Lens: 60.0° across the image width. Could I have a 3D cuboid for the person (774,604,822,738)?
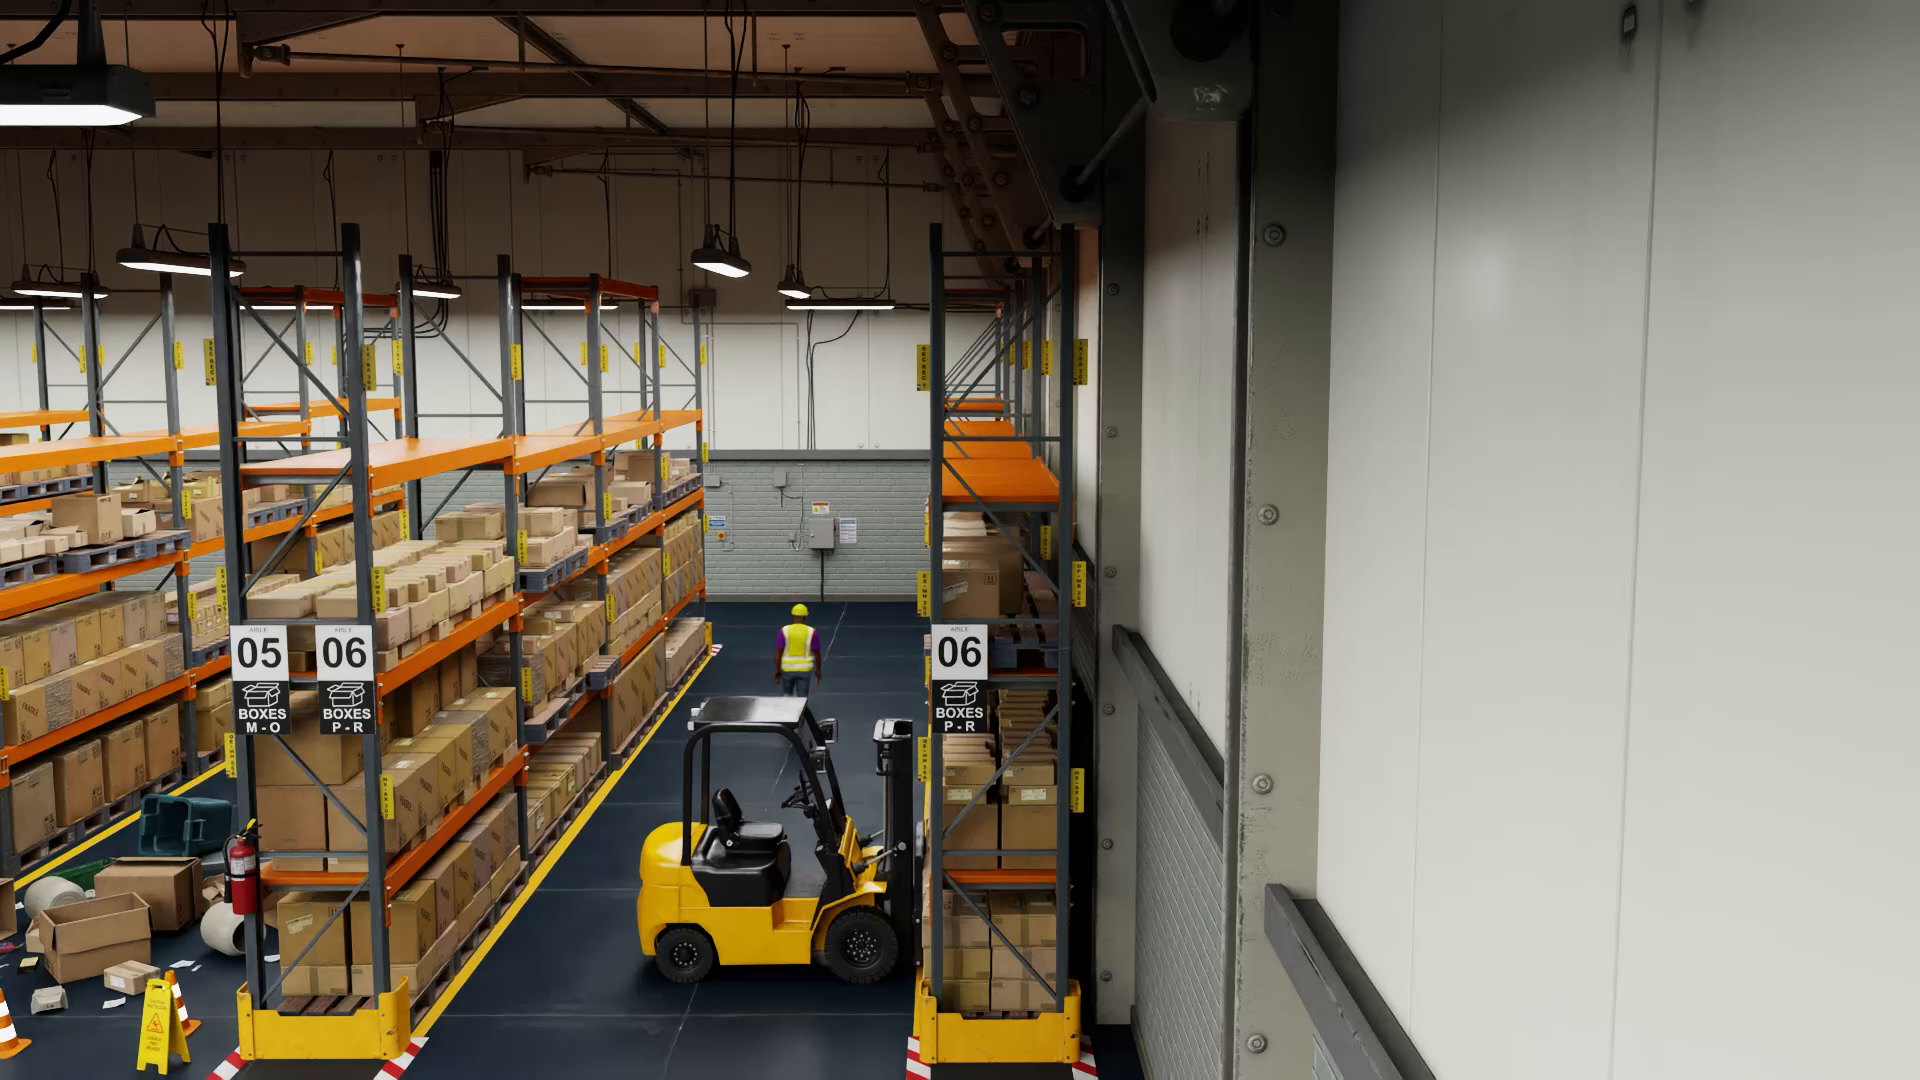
[{"bbox_3d":[-2.132,1.740,22.000,0.619,1.811,0.417,1,7,5],"label":"person"}]
